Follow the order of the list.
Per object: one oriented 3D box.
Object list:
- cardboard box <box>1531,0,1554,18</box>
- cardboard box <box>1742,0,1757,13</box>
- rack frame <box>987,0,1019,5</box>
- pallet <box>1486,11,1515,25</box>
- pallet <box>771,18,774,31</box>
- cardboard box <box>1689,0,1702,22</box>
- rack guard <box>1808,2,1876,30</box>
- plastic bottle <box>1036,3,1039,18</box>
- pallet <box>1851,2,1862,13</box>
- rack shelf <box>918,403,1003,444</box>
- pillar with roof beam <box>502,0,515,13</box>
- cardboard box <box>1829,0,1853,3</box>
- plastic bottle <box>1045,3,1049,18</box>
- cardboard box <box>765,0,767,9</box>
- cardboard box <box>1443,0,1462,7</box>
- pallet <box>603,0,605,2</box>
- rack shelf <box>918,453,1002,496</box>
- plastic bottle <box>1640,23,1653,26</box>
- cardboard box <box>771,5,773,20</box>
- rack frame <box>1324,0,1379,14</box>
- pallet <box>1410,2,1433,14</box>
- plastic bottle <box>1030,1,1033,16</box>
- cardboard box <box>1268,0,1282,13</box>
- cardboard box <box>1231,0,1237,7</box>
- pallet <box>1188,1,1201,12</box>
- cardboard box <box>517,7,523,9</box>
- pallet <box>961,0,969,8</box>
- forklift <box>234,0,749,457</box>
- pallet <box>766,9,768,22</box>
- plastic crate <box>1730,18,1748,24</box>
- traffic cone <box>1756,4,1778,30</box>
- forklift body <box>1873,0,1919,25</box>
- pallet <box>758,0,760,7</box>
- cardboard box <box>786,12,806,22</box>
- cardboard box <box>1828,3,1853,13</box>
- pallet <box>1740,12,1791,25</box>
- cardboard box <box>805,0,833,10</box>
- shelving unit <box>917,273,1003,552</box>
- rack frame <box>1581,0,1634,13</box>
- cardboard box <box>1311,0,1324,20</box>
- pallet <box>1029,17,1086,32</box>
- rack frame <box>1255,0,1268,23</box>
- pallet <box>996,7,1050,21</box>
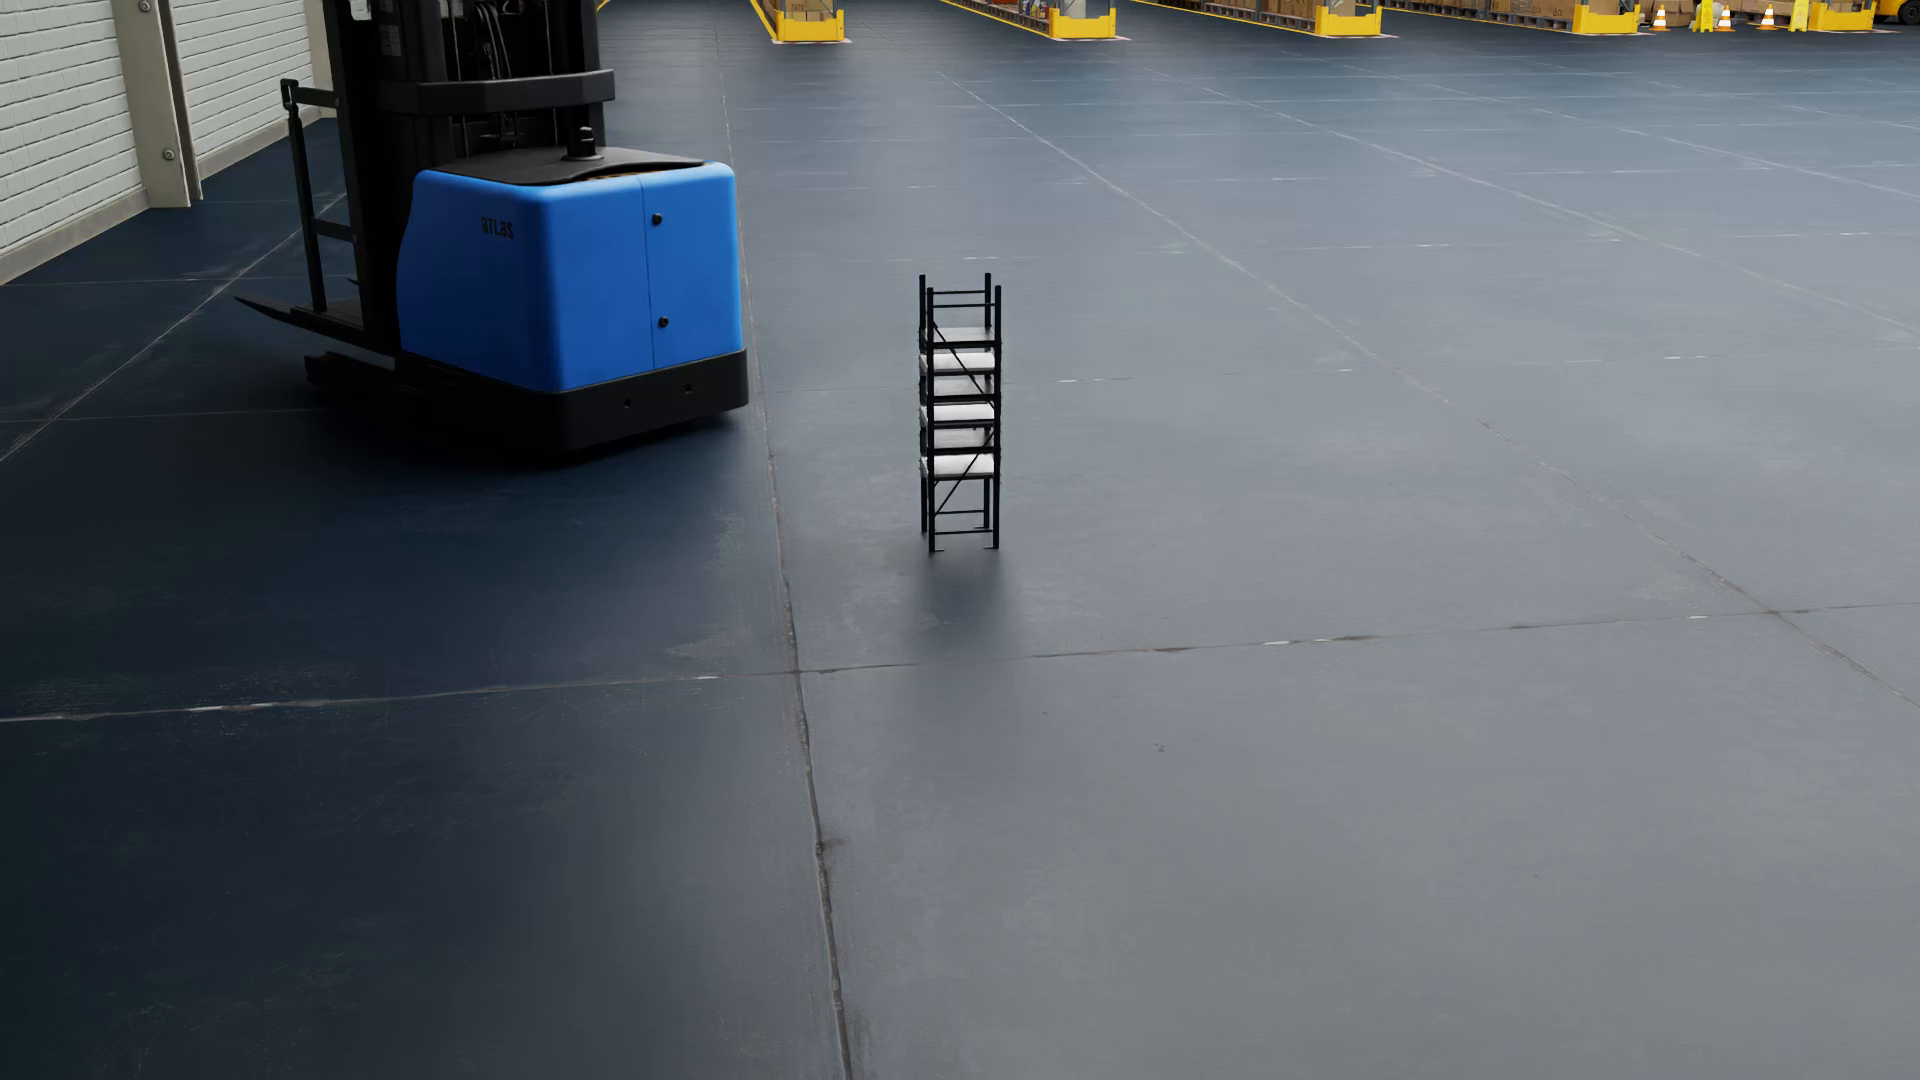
[{"bbox_3d":[11.795,-10.672,32.438,0.875,0.875,0.875,-3,21,-9],"label":"cardboard box"},{"bbox_3d":[16.379,-10.927,34.014,0.500,0.250,0.500,-3,21,-8],"label":"cardboard box"},{"bbox_3d":[1.110,-13.239,36.876,1.000,3.000,0.127,-3,21,-8],"label":"rack frame"},{"bbox_3d":[11.543,-10.746,34.185,1.003,0.211,1.213,-3,21,-8],"label":"pallet"},{"bbox_3d":[-3.143,-10.022,32.247,1.003,0.211,1.213,-3,21,-8],"label":"pallet"},{"bbox_3d":[15.202,-10.994,34.434,0.500,0.500,0.500,12,24,29],"label":"cardboard box"},{"bbox_3d":[16.960,-10.074,31.974,1.175,0.500,0.348,-3,21,-8],"label":"rack guard"},{"bbox_3d":[1.535,-10.150,31.868,0.152,0.276,0.135,-3,21,-9],"label":"plastic bottle"},{"bbox_3d":[20.981,-12.226,38.147,1.003,0.211,1.213,-3,21,-8],"label":"pallet"},{"bbox_3d":[-0.001,-0.393,5.578,0.258,0.077,0.200,-3,21,-8],"label":"rack shelf"},{"bbox_3d":[-5.102,-15.273,33.748,9.100,9.000,0.400,-3,21,-8],"label":"pillar with roof beam"},{"bbox_3d":[17.124,-10.780,32.550,0.500,0.500,0.500,-4,21,-10],"label":"cardboard box"},{"bbox_3d":[1.661,-10.111,31.753,0.061,0.283,0.133,-3,21,-8],"label":"plastic bottle"},{"bbox_3d":[-3.853,-11.349,35.146,0.500,0.250,0.500,-3,21,-9],"label":"cardboard box"},{"bbox_3d":[11.197,-12.007,36.191,1.050,0.750,0.750,-3,21,-8],"label":"cardboard box"},{"bbox_3d":[-9.654,-13.930,42.711,1.003,0.211,1.213,-3,21,-8],"label":"pallet"},{"bbox_3d":[-0.001,-0.225,5.641,0.258,0.077,0.200,-3,21,-8],"label":"rack shelf"},{"bbox_3d":[13.665,-10.287,33.170,0.133,0.061,0.283,-11,23,-26],"label":"plastic bottle"},{"bbox_3d":[-3.315,-9.992,31.511,0.500,0.250,0.500,-3,21,-8],"label":"cardboard box"},{"bbox_3d":[7.164,-10.719,30.128,1.000,3.000,0.127,-3,21,-8],"label":"rack frame"},{"bbox_3d":[10.973,-12.121,37.867,1.003,0.211,1.213,-3,21,-8],"label":"pallet"},{"bbox_3d":[1.402,-10.363,32.428,0.061,0.283,0.133,-2,21,-5],"label":"plastic bottle"},{"bbox_3d":[6.606,-10.989,33.824,0.500,0.500,0.500,-4,21,-9],"label":"cardboard box"},{"bbox_3d":[6.309,-11.906,36.249,0.700,0.500,0.500,-1,21,-3],"label":"cardboard box"},{"bbox_3d":[5.972,-12.459,38.773,1.003,0.211,1.213,-3,21,-8],"label":"pallet"},{"bbox_3d":[-7.633,-9.358,29.697,0.500,0.311,0.500,-1,21,-3],"label":"cardboard box"},{"bbox_3d":[0.603,-13.048,40.351,1.003,0.211,1.213,-3,21,-8],"label":"pallet"},{"bbox_3d":[-2.319,-2.117,7.196,3.031,2.935,1.130,18,27,40],"label":"forklift"},{"bbox_3d":[-3.540,-10.976,34.801,1.003,0.211,1.213,-3,21,-8],"label":"pallet"},{"bbox_3d":[15.809,-10.651,34.119,0.402,0.080,0.583,-11,23,-26],"label":"plastic crate"},{"bbox_3d":[15.632,-10.114,32.135,0.336,0.463,0.334,-3,21,-8],"label":"traffic cone"},{"bbox_3d":[19.803,-11.637,33.800,2.313,2.155,1.214,-3,21,-8],"label":"forklift body"},{"bbox_3d":[-4.467,-13.307,41.043,1.003,0.211,1.213,-3,21,-8],"label":"pallet"},{"bbox_3d":[-3.009,-9.300,29.659,0.500,0.250,0.500,-3,21,-8],"label":"cardboard box"},{"bbox_3d":[17.128,-10.421,32.659,0.500,0.250,0.500,-3,21,-8],"label":"cardboard box"},{"bbox_3d":[16.705,-10.643,33.911,1.003,0.211,1.213,-3,21,-8],"label":"pallet"},{"bbox_3d":[-2.570,-9.851,30.061,0.500,0.500,0.500,-3,21,-8],"label":"cardboard box"},{"bbox_3d":[-0.001,-0.424,5.566,0.258,0.900,0.210,-3,21,-8],"label":"shelving unit"},{"bbox_3d":[12.087,-10.934,30.704,1.000,3.000,0.127,-3,21,-8],"label":"rack frame"},{"bbox_3d":[6.971,-10.167,31.623,0.500,0.500,0.500,2,21,6],"label":"cardboard box"},{"bbox_3d":[1.921,-9.890,31.894,1.003,0.211,1.213,-3,21,-8],"label":"pallet"},{"bbox_3d":[6.588,-12.104,33.836,1.000,3.000,0.127,-3,21,-8],"label":"rack frame"},{"bbox_3d":[1.356,-11.241,35.512,1.003,0.211,1.213,-3,21,-8],"label":"pallet"}]
